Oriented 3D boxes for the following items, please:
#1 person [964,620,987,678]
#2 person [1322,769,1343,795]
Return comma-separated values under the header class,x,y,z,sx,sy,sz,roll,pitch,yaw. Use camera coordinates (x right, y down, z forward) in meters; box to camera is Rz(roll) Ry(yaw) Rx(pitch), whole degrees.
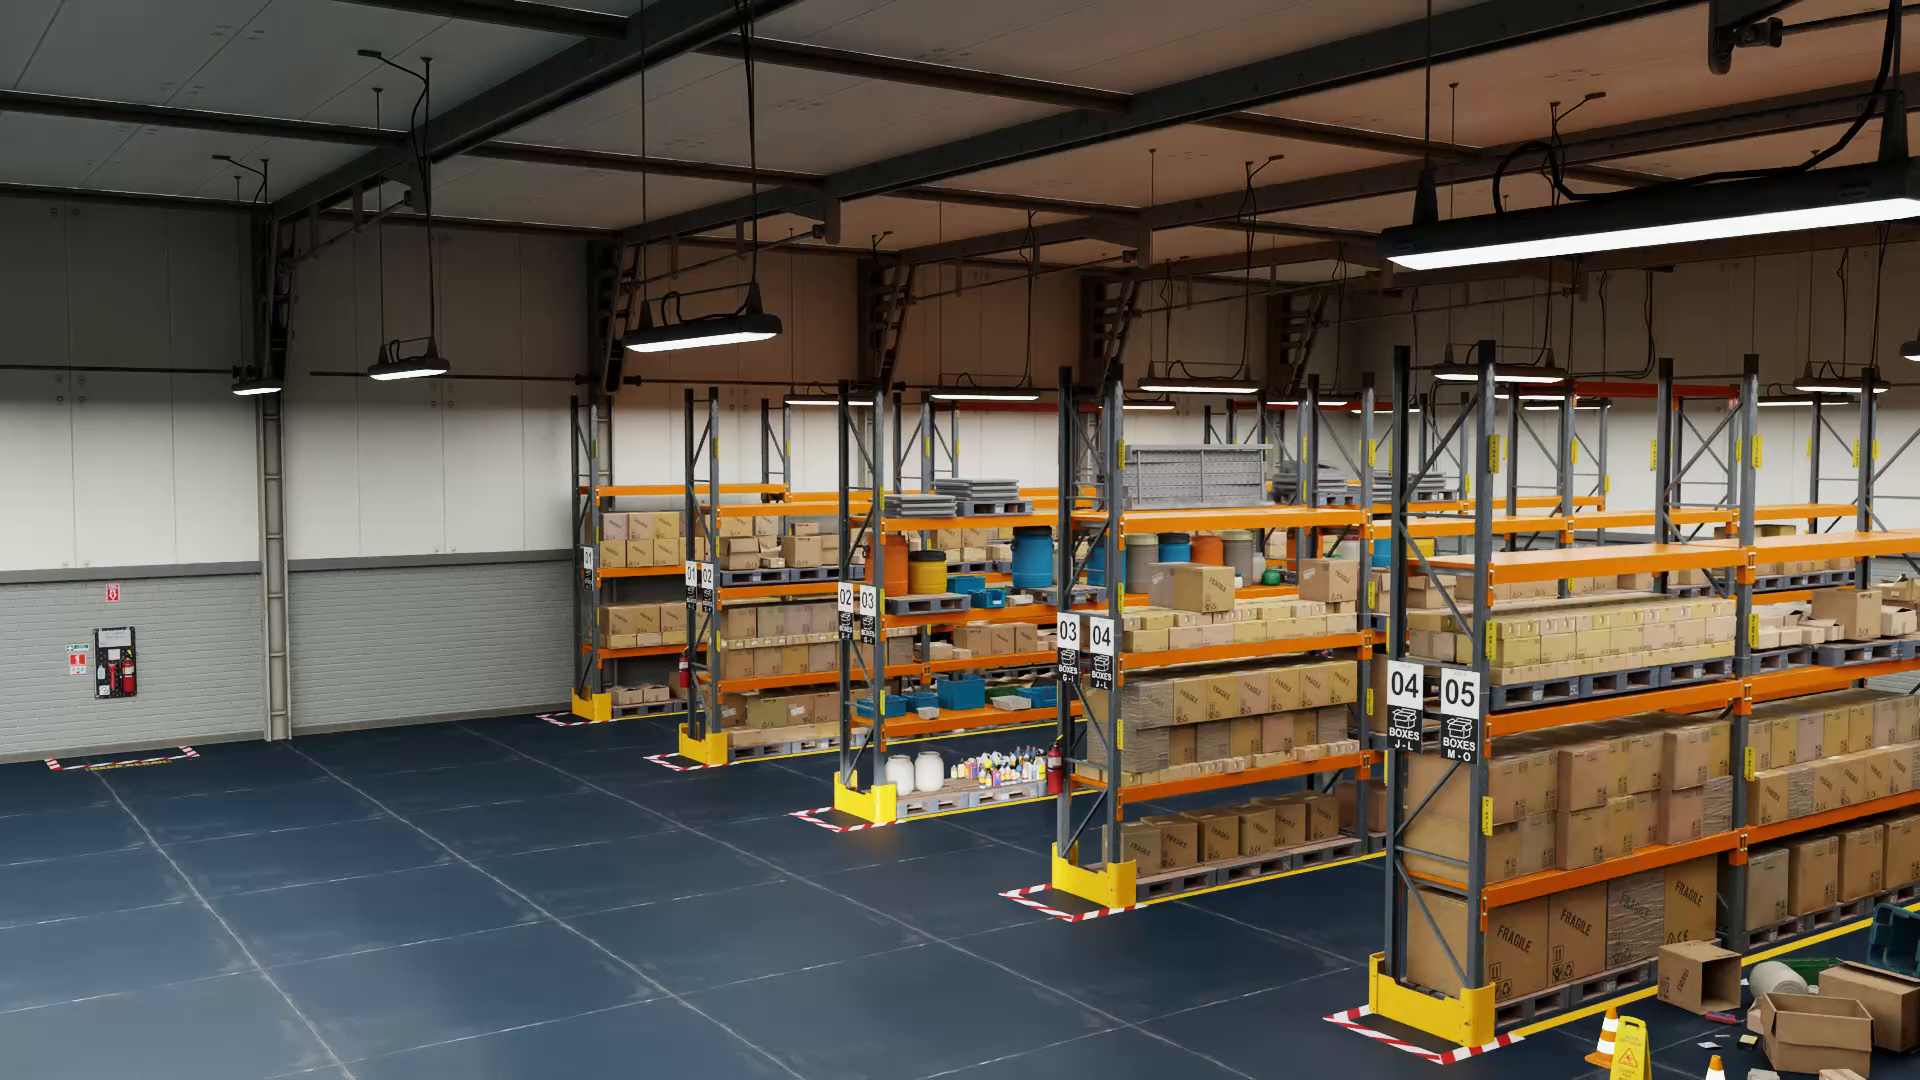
class,x,y,z,sx,sy,sz,roll,pitch,yaw
person,0.244,2.169,32.960,0.460,1.771,0.591,2,4,35
person,5.219,2.912,23.532,0.374,1.717,0.603,3,5,42
